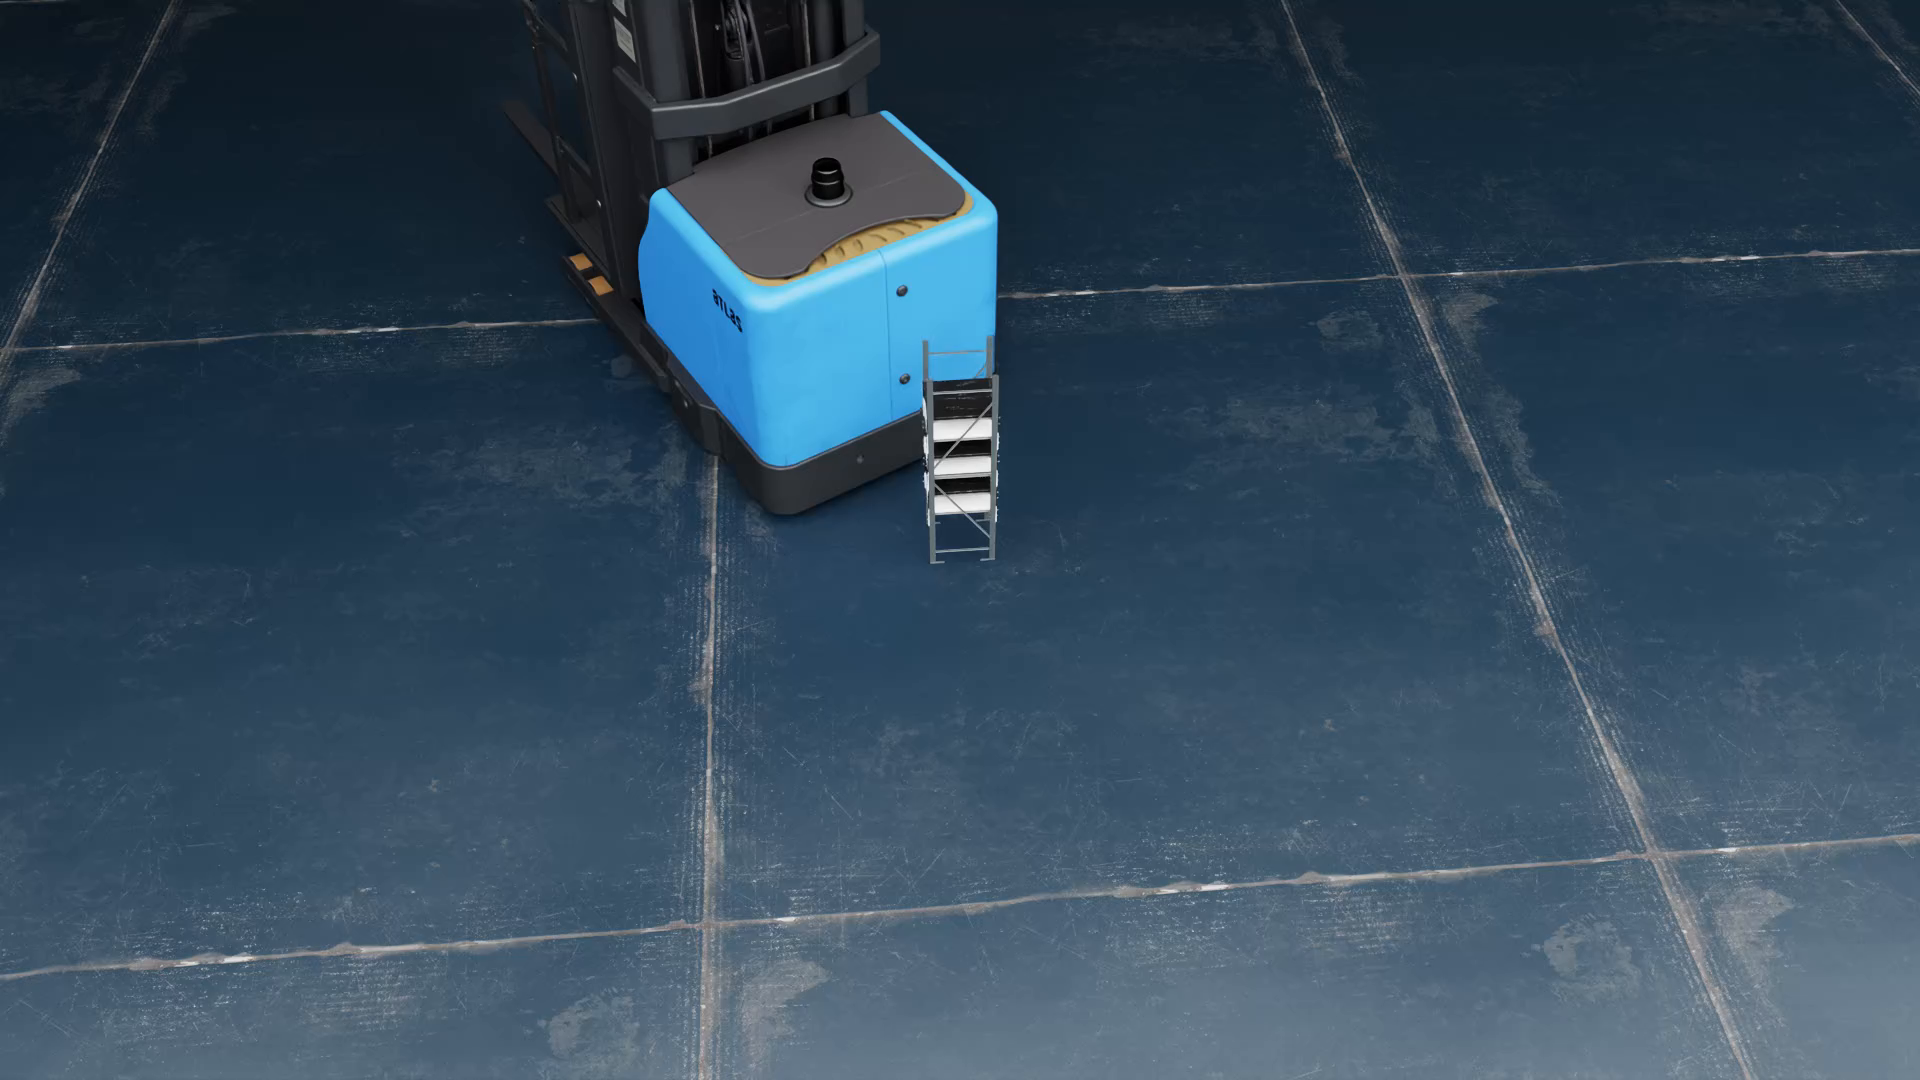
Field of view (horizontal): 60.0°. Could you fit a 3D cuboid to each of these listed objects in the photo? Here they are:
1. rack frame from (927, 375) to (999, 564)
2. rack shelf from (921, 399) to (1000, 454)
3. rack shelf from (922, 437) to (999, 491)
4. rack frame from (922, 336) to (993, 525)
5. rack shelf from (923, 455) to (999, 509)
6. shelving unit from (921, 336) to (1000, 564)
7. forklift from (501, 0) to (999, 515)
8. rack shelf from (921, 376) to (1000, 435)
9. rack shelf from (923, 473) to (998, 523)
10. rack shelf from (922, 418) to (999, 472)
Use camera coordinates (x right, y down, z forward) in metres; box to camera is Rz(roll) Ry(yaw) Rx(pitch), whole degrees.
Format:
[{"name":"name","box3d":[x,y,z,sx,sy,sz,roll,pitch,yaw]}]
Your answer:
[{"name":"rack frame","box3d":[0.009,-0.230,5.848,0.240,0.900,0.006,-3,47,-3]},{"name":"rack shelf","box3d":[0.001,-0.404,5.811,0.258,0.077,0.200,-3,47,-3]},{"name":"rack shelf","box3d":[0.001,-0.281,5.942,0.258,0.077,0.200,-3,47,-3]},{"name":"rack frame","box3d":[-0.008,-0.377,5.987,0.240,0.900,0.006,-3,47,-3]},{"name":"rack shelf","box3d":[0.001,-0.219,6.007,0.258,0.077,0.200,-3,47,-3]},{"name":"shelving unit","box3d":[0.001,-0.304,5.918,0.258,0.900,0.210,-3,47,-3]},{"name":"forklift","box3d":[-1.076,-2.150,6.267,1.130,2.935,3.031,-25,52,-22]},{"name":"rack shelf","box3d":[0.001,-0.466,5.746,0.258,0.077,0.200,-3,47,-3]},{"name":"rack shelf","box3d":[0.001,-0.157,6.073,0.258,0.077,0.200,-3,47,-3]},{"name":"rack shelf","box3d":[0.001,-0.343,5.877,0.258,0.077,0.200,-3,47,-3]}]
